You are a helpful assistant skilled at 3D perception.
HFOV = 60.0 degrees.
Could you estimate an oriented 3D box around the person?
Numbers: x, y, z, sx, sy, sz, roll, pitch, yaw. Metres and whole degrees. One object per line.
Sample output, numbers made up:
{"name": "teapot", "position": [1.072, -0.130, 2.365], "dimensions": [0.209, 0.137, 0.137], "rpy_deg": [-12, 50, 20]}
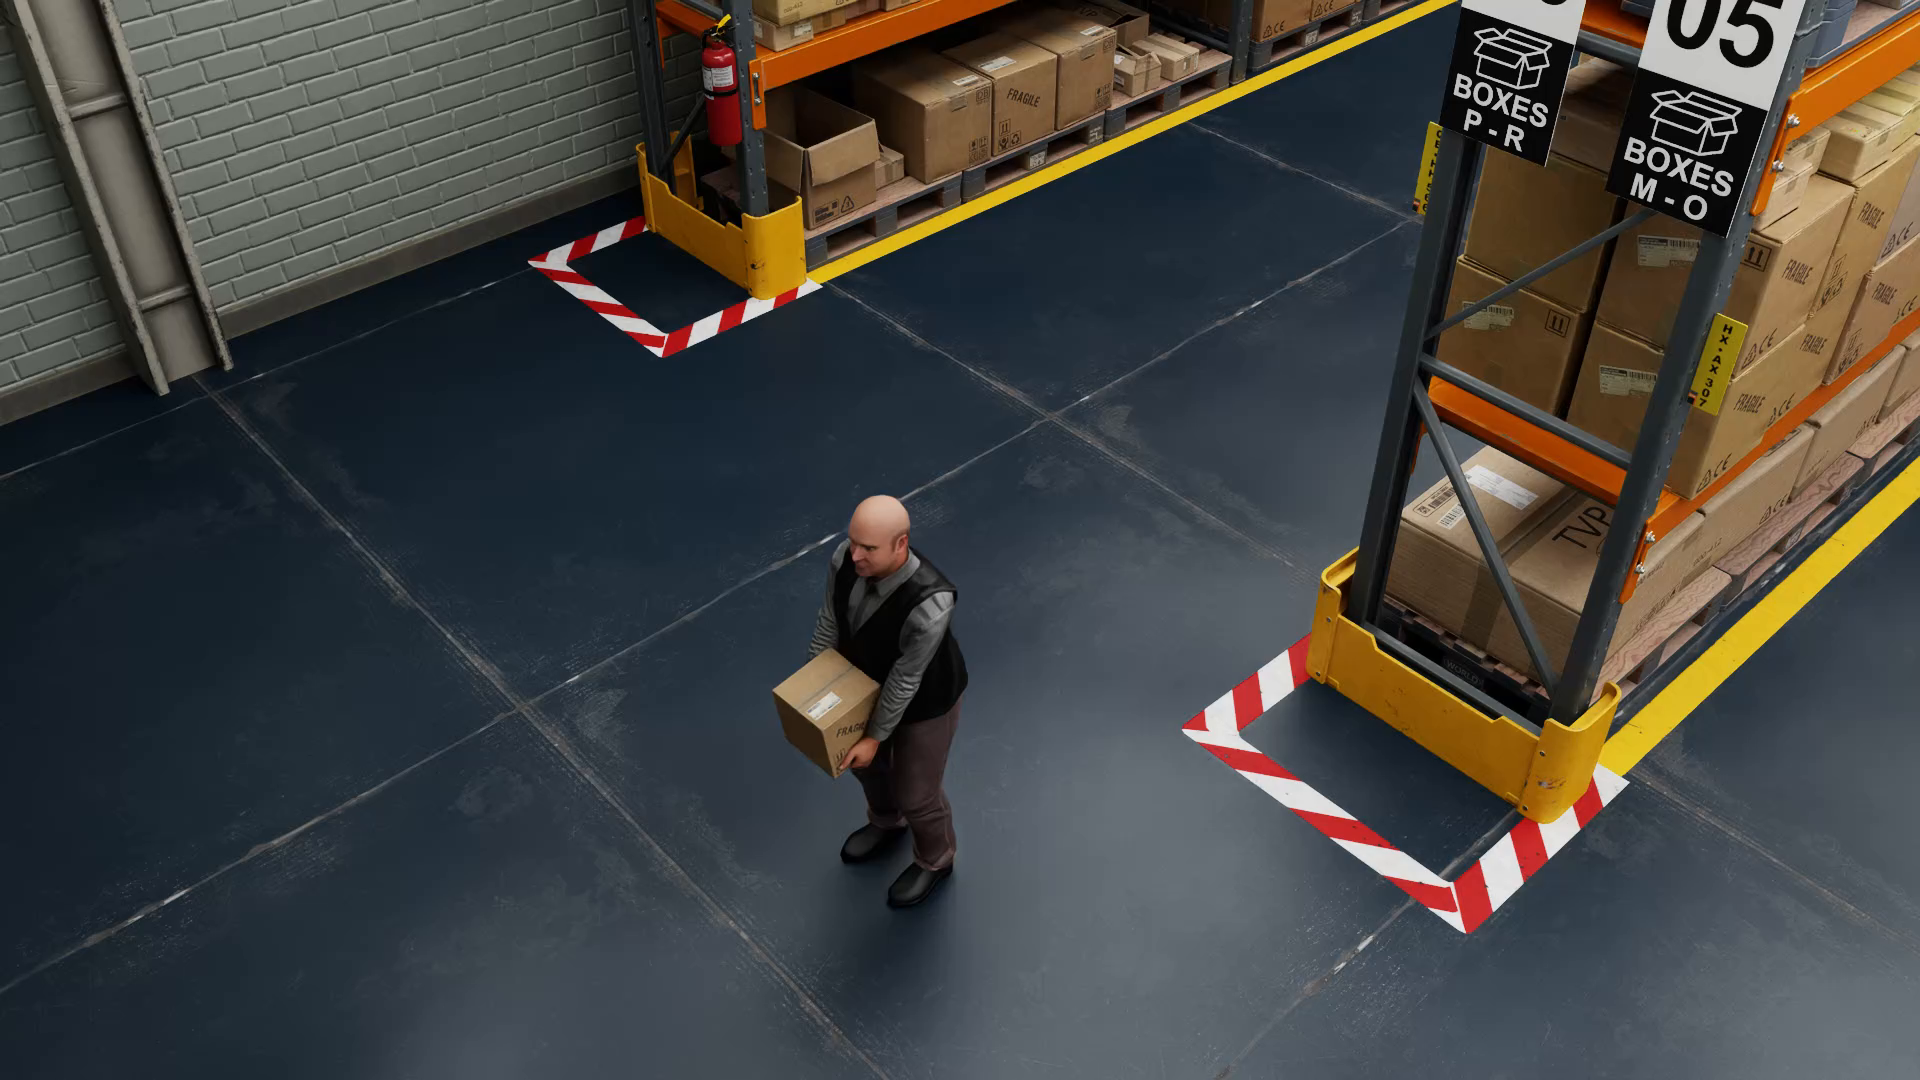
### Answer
{"name": "person", "position": [-0.271, 0.551, 5.517], "dimensions": [0.548, 1.716, 0.466], "rpy_deg": [-31, 49, -32]}
